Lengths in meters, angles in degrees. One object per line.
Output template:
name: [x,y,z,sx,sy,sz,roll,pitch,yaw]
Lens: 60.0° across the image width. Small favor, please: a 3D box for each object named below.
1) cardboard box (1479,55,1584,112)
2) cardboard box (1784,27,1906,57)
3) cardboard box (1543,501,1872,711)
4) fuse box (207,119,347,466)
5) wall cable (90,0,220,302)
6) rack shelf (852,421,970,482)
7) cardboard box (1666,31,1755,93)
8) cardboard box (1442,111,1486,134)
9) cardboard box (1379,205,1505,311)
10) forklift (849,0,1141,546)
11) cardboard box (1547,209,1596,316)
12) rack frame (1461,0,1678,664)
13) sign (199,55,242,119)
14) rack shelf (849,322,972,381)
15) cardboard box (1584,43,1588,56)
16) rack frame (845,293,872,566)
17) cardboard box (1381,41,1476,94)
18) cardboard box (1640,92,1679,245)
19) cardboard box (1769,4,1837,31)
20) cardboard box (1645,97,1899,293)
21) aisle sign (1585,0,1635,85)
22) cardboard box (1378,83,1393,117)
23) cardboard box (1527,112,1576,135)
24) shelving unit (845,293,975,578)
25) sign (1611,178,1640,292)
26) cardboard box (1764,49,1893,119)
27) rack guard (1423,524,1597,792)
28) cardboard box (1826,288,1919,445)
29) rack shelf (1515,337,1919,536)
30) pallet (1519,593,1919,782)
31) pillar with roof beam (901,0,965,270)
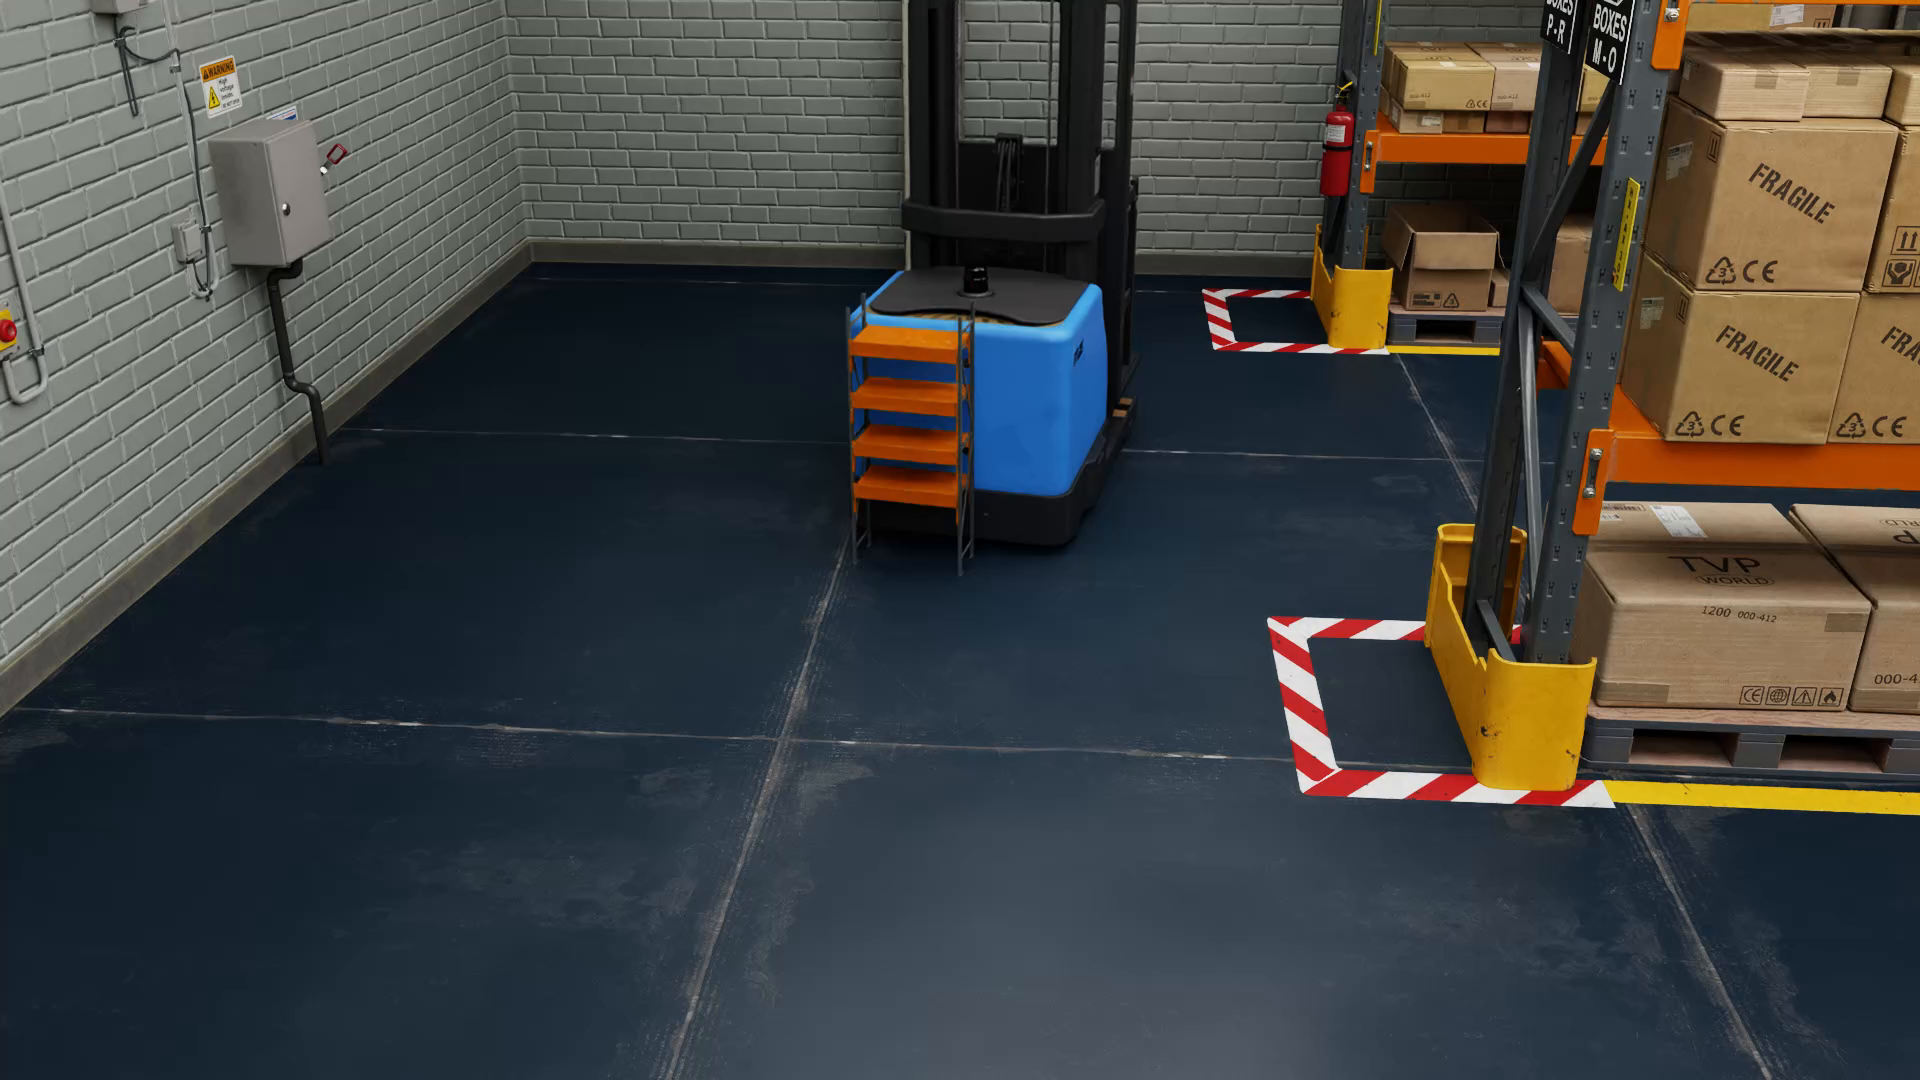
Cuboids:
cardboard box: [3.376,-2.719,9.894,0.500,0.250,0.500,2,25,5]
cardboard box: [2.957,-1.621,5.592,0.250,0.149,0.380,2,25,3]
cardboard box: [2.731,0.227,6.232,0.875,0.438,0.875,1,25,2]
fuse box: [-3.253,-1.182,8.272,0.414,1.711,0.539,2,25,4]
wall cable: [-3.462,-1.950,7.183,0.122,1.984,0.588,2,25,4]
rack shelf: [-0.209,-0.392,7.327,0.480,0.148,0.258,6,25,13]
cardboard box: [2.438,-1.592,5.530,0.250,0.149,0.380,2,25,5]
cardboard box: [3.005,-2.567,10.041,0.250,0.149,0.380,2,25,5]
cardboard box: [3.044,-1.792,10.541,0.637,0.503,0.797,1,25,2]
forklift: [0.351,-1.897,8.366,1.130,2.935,3.031,6,25,13]
cardboard box: [3.893,-1.747,10.447,0.500,0.500,0.700,3,25,6]
rack frame: [2.065,-0.726,5.739,0.127,3.000,1.000,2,25,4]
sign: [-3.463,-2.126,7.794,0.001,0.242,0.339,2,25,4]
rack shelf: [-0.209,-0.810,7.134,0.480,0.148,0.258,6,25,13]
cardboard box: [3.928,-2.923,10.337,0.500,0.250,0.500,3,25,6]
rack frame: [-0.445,-0.479,7.355,0.015,1.200,0.240,6,25,13]
cardboard box: [2.920,-2.958,10.413,0.500,0.250,0.500,3,25,6]
cardboard box: [2.564,-1.309,5.691,0.500,0.500,0.500,3,25,6]
cardboard box: [4.965,-3.233,10.114,0.500,0.500,0.500,1,25,3]
cardboard box: [2.522,-1.091,5.218,0.500,0.500,0.500,1,25,3]
aisle sign: [1.971,-1.788,4.938,0.004,0.787,0.394,2,25,4]
cardboard box: [2.792,-2.782,10.508,0.250,0.149,0.380,2,25,3]
cardboard box: [3.517,-2.539,9.981,0.250,0.149,0.380,3,25,6]
shelving unit: [-0.209,-0.453,7.299,0.503,1.200,0.258,6,25,13]
sign: [2.017,-0.924,5.039,0.005,0.325,0.100,2,25,4]
cardboard box: [2.665,-1.415,5.144,0.250,0.149,0.380,2,25,5]
rack guard: [2.041,0.409,6.263,0.348,0.500,1.175,2,25,4]
cardboard box: [3.028,-0.632,5.415,0.500,0.500,0.500,1,25,3]
rack shelf: [4.059,-0.335,5.750,4.000,0.370,1.077,2,25,4]
pallet: [2.868,0.534,6.337,1.213,0.211,1.003,2,25,4]
pillar with roof beam: [-0.508,-4.188,6.086,0.400,9.000,9.100,2,25,4]
